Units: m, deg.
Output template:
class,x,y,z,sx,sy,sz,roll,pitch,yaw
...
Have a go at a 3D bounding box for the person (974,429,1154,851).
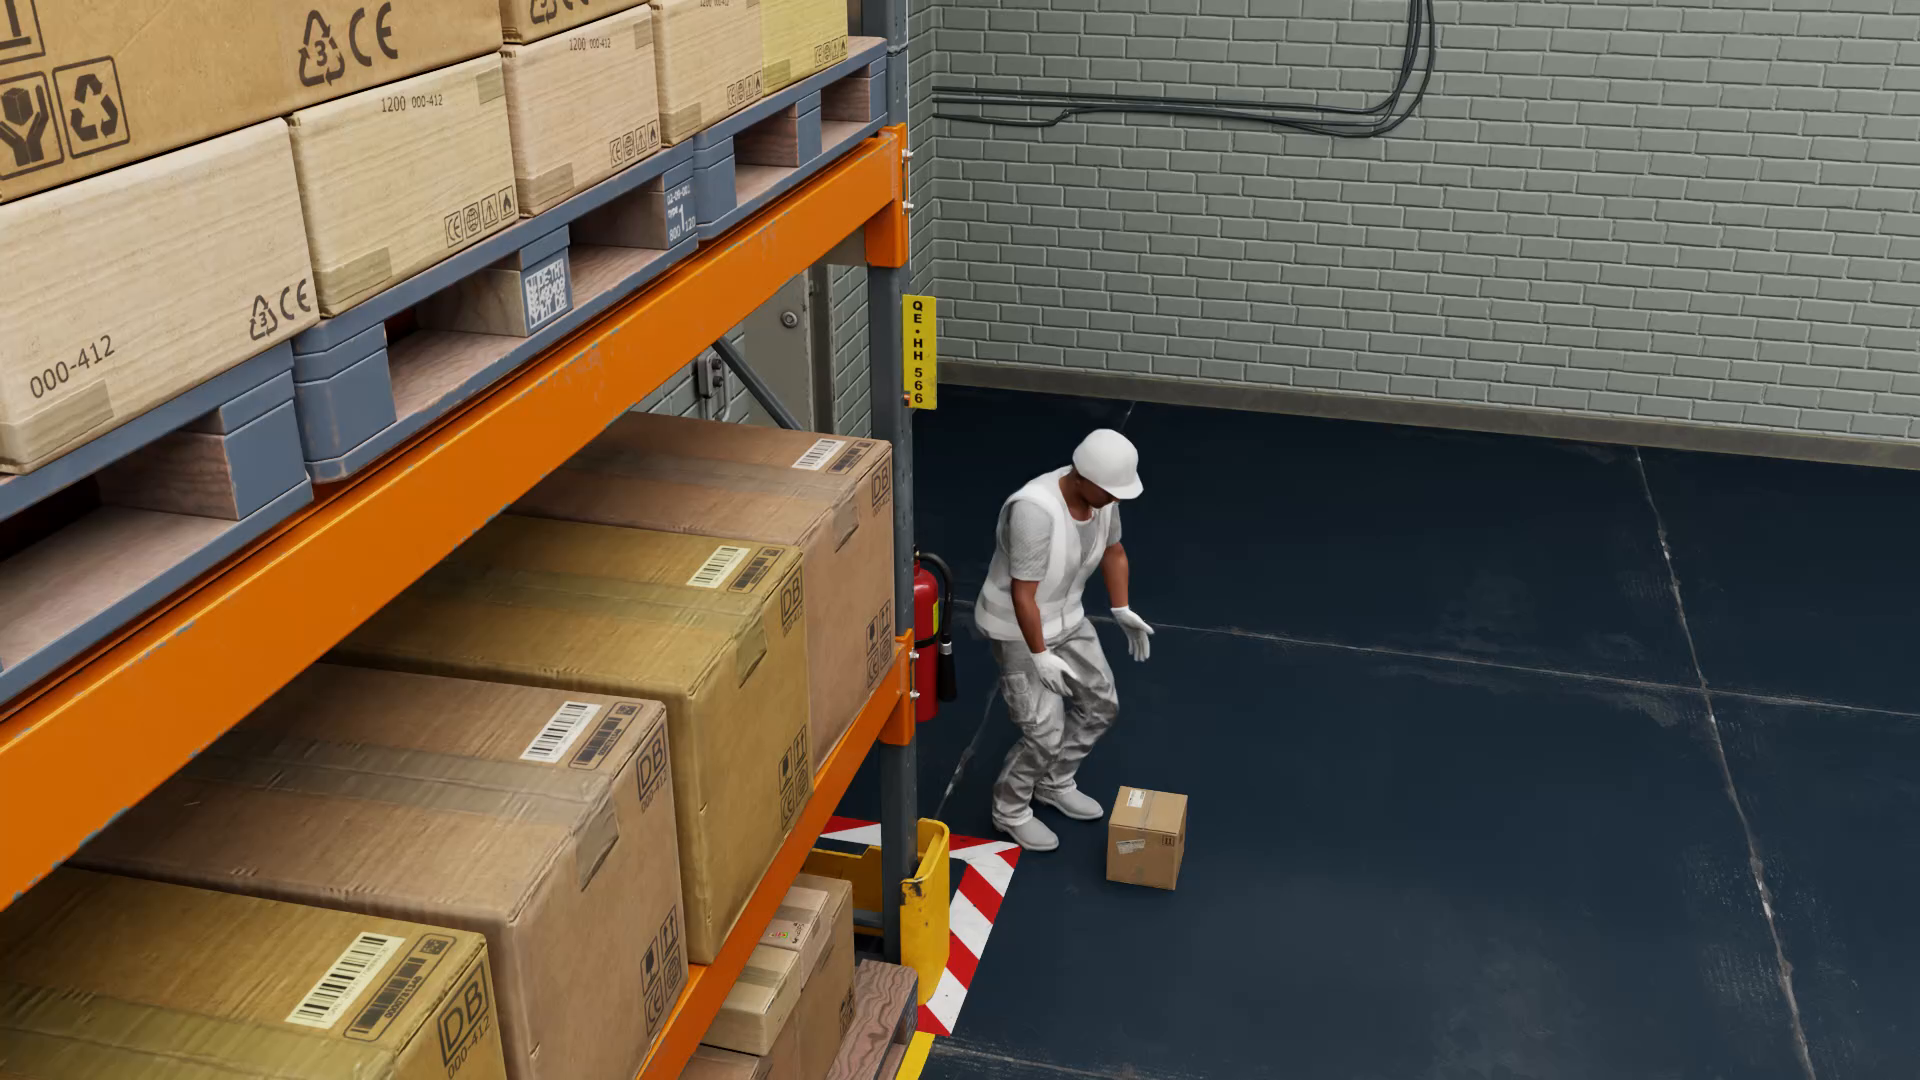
class,x,y,z,sx,sy,sz,roll,pitch,yaw
person,0.374,0.328,6.053,0.584,1.644,0.594,21,33,38
